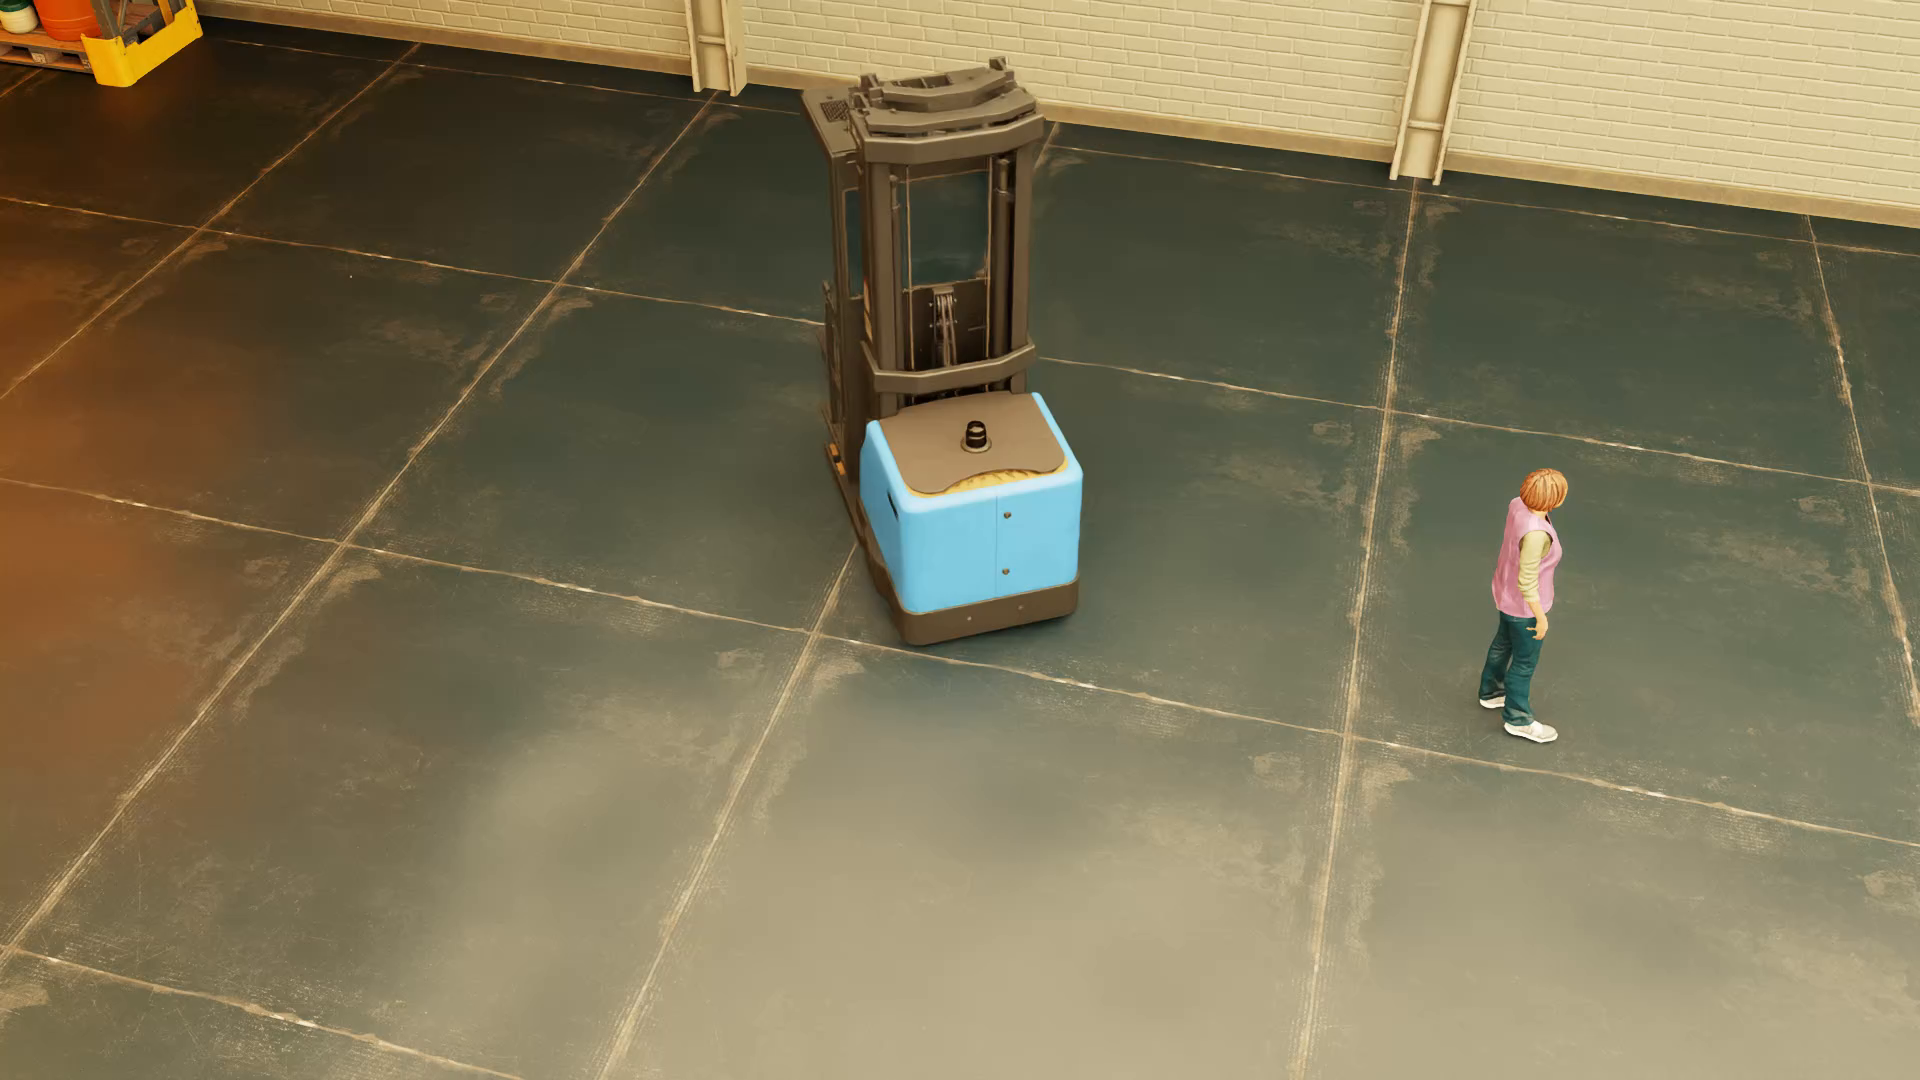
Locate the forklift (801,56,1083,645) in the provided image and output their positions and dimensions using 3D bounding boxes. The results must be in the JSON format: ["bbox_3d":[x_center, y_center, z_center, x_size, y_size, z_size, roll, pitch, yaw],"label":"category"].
[{"bbox_3d":[-0.231,-1.496,9.569,1.130,2.935,3.031,-11,42,-12],"label":"forklift"}]

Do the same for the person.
[{"bbox_3d":[2.956,0.304,8.515,0.475,1.597,0.520,3,41,3],"label":"person"}]
